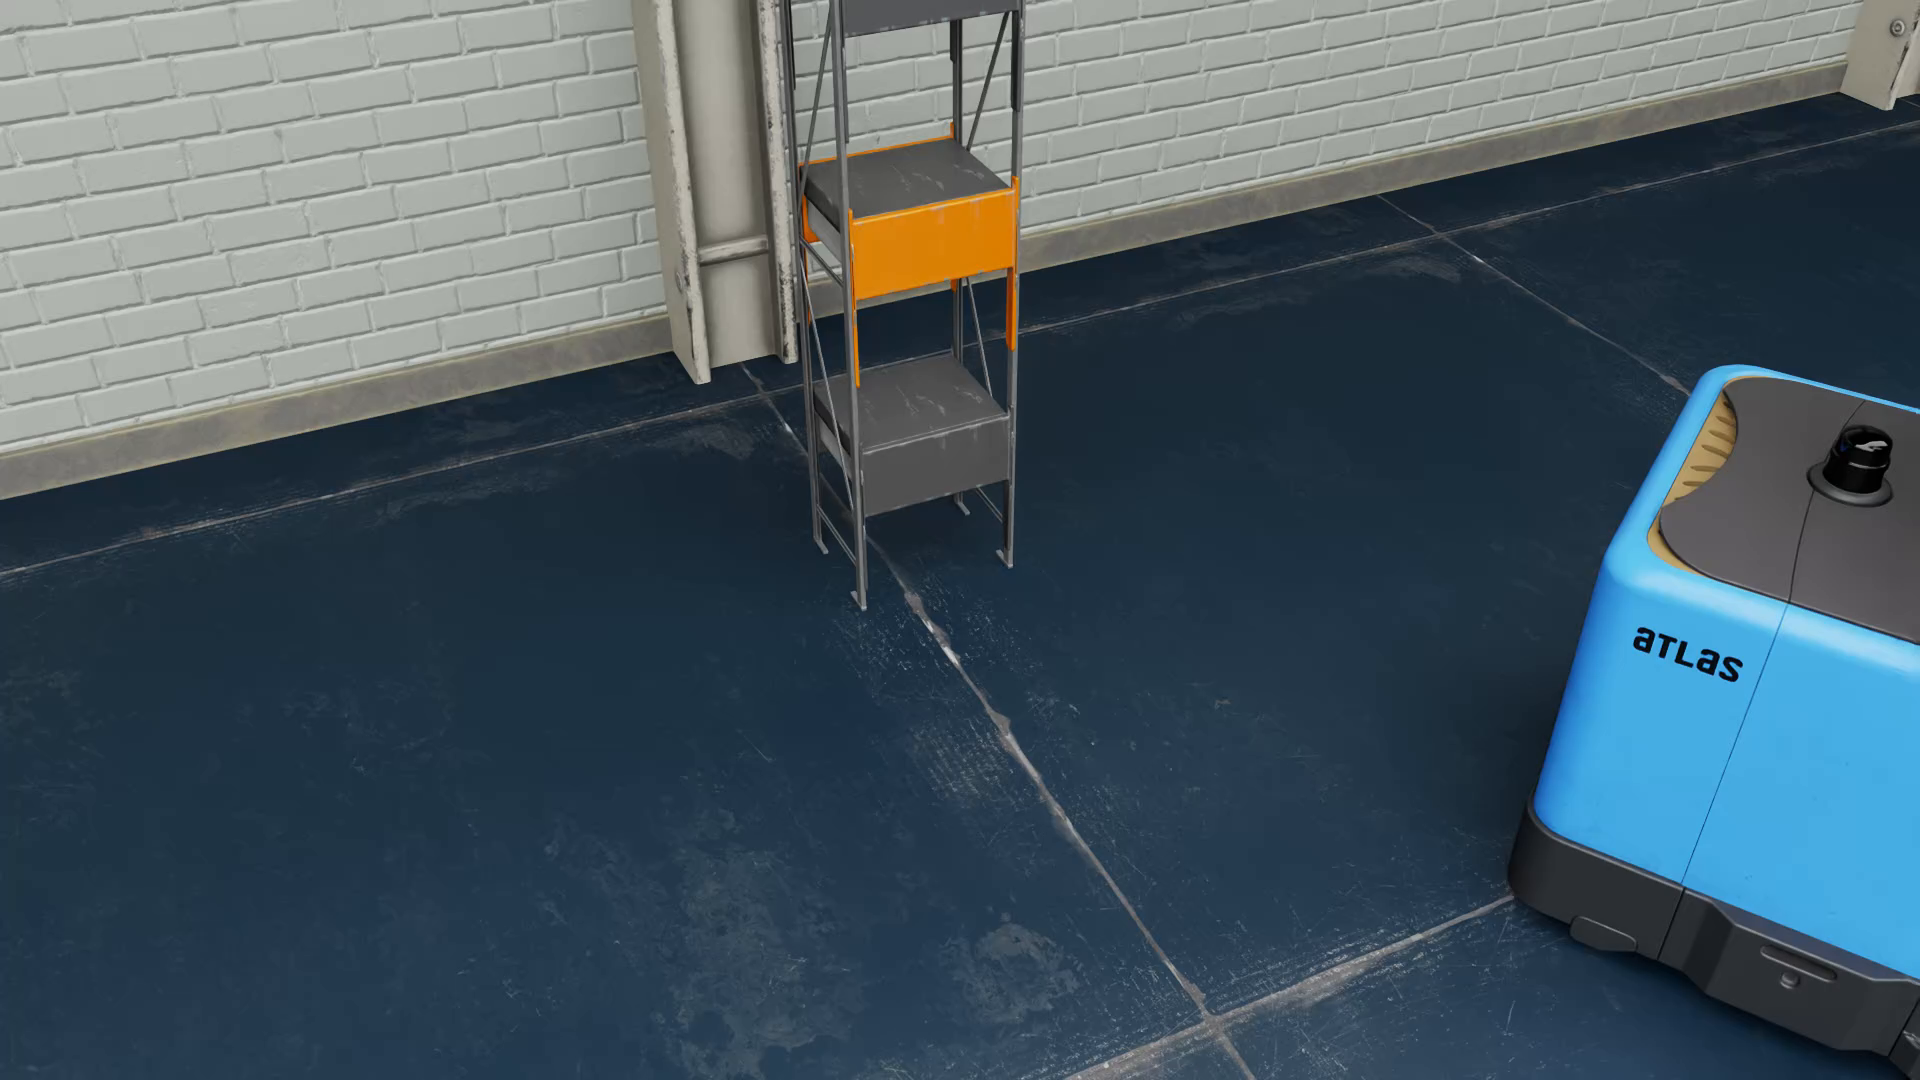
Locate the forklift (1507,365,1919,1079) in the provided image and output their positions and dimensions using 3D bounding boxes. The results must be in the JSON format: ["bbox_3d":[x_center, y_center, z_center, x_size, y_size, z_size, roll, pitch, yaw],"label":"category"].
[{"bbox_3d":[2.841,-0.050,2.857,3.031,2.935,1.130,21,41,26],"label":"forklift"}]

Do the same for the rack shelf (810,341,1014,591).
[{"bbox_3d":[-0.150,-0.228,4.993,0.480,0.518,0.431,-16,39,-20],"label":"rack shelf"}]

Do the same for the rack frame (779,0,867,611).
[{"bbox_3d":[-0.371,-0.740,4.485,0.015,2.100,0.400,-16,39,-20],"label":"rack frame"}]

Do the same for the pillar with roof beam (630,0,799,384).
[{"bbox_3d":[0.991,-1.986,0.374,0.400,9.000,9.100,-16,39,-20],"label":"pillar with roof beam"}]

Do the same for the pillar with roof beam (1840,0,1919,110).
[{"bbox_3d":[6.423,-3.505,2.422,0.400,9.000,9.100,-16,39,-20],"label":"pillar with roof beam"}]

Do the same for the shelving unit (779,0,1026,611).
[{"bbox_3d":[-0.150,-0.801,4.568,0.503,2.100,0.431,-16,39,-20],"label":"shelving unit"}]

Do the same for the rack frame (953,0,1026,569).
[{"bbox_3d":[0.071,-0.863,4.651,0.015,2.100,0.400,-16,39,-20],"label":"rack frame"}]

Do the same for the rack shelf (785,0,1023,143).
[{"bbox_3d":[-0.150,-1.353,4.159,0.480,0.518,0.431,-16,39,-20],"label":"rack shelf"}]

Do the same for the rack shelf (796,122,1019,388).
[{"bbox_3d":[-0.150,-0.790,4.576,0.480,0.518,0.431,-16,39,-20],"label":"rack shelf"}]
